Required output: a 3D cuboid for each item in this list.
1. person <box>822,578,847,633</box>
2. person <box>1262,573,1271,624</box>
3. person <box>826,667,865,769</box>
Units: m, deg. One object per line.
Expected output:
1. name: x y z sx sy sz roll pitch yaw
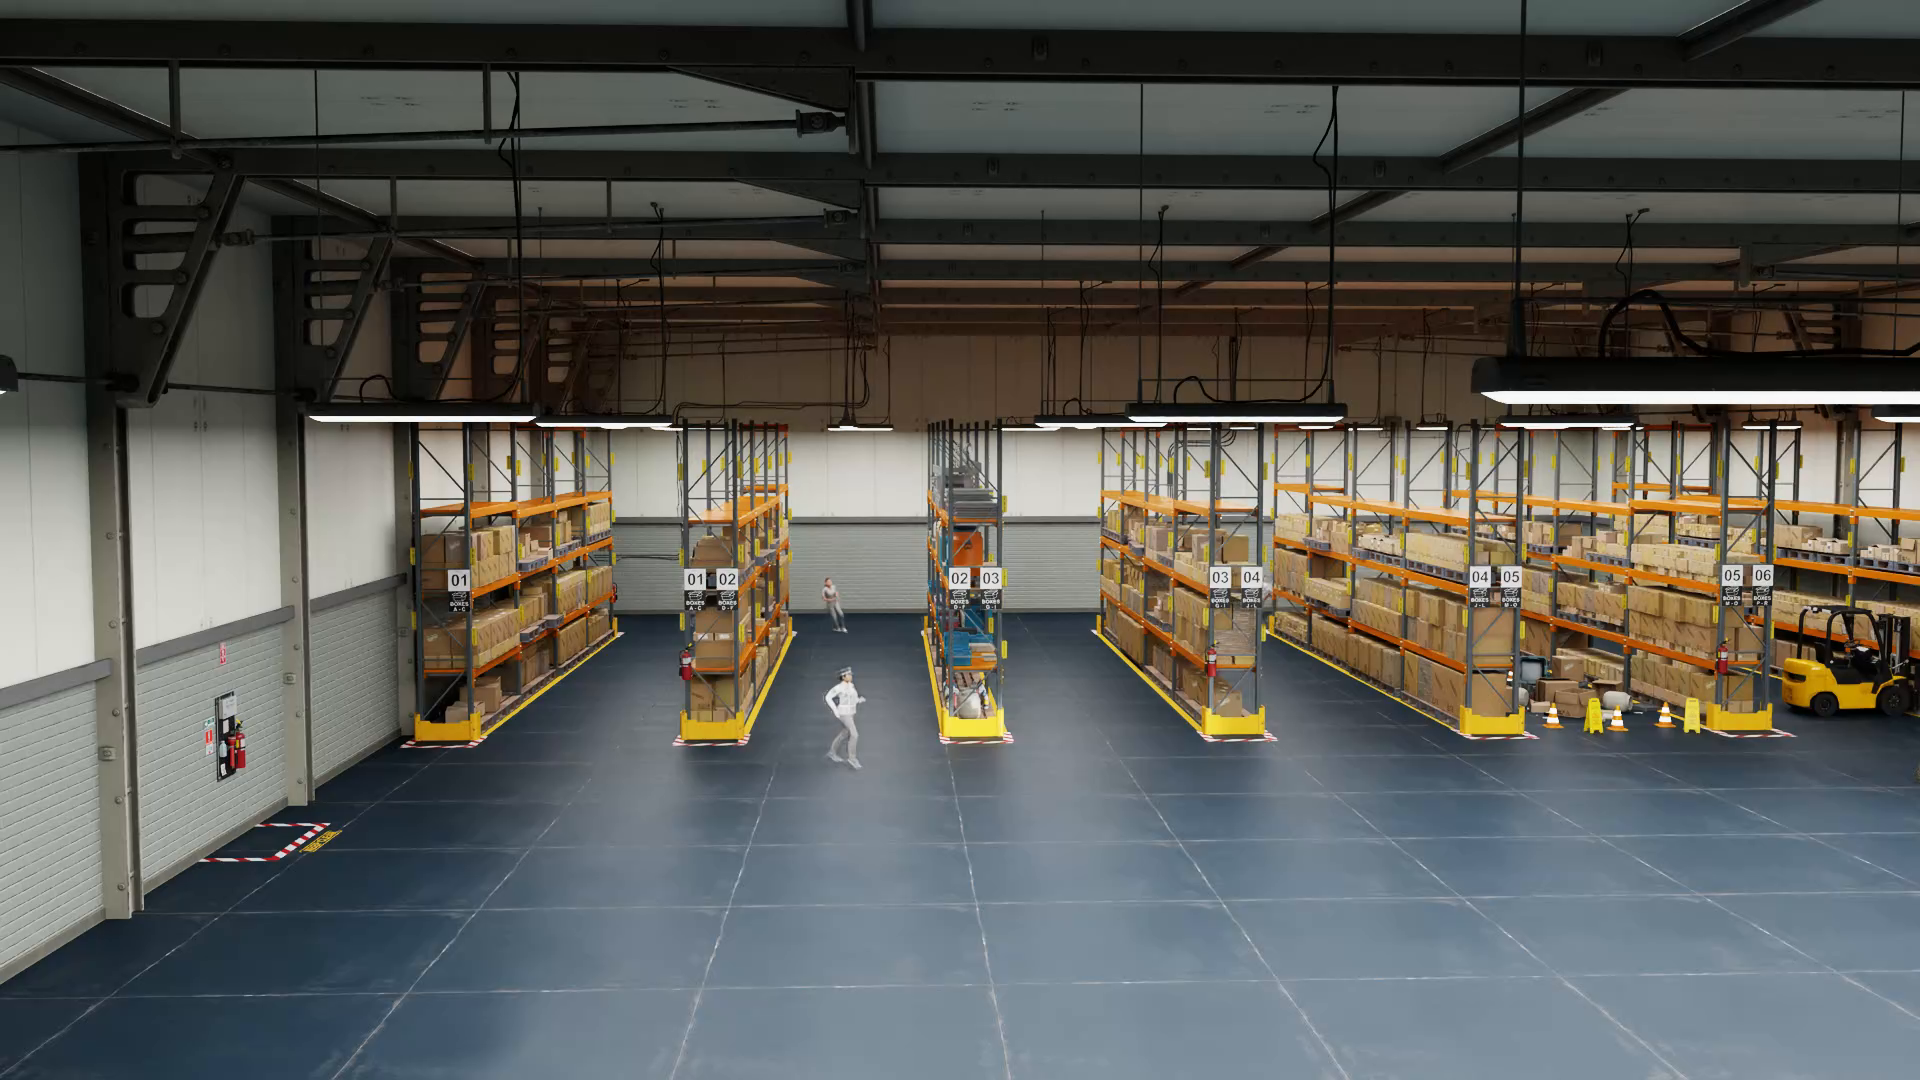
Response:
1. person: -3.648 1.872 47.670 0.733 1.611 0.674 -2 4 -30
2. person: 8.736 1.792 48.613 0.643 1.707 0.645 -2 4 -24
3. person: -1.964 3.048 28.568 0.749 1.748 0.583 1 4 22
